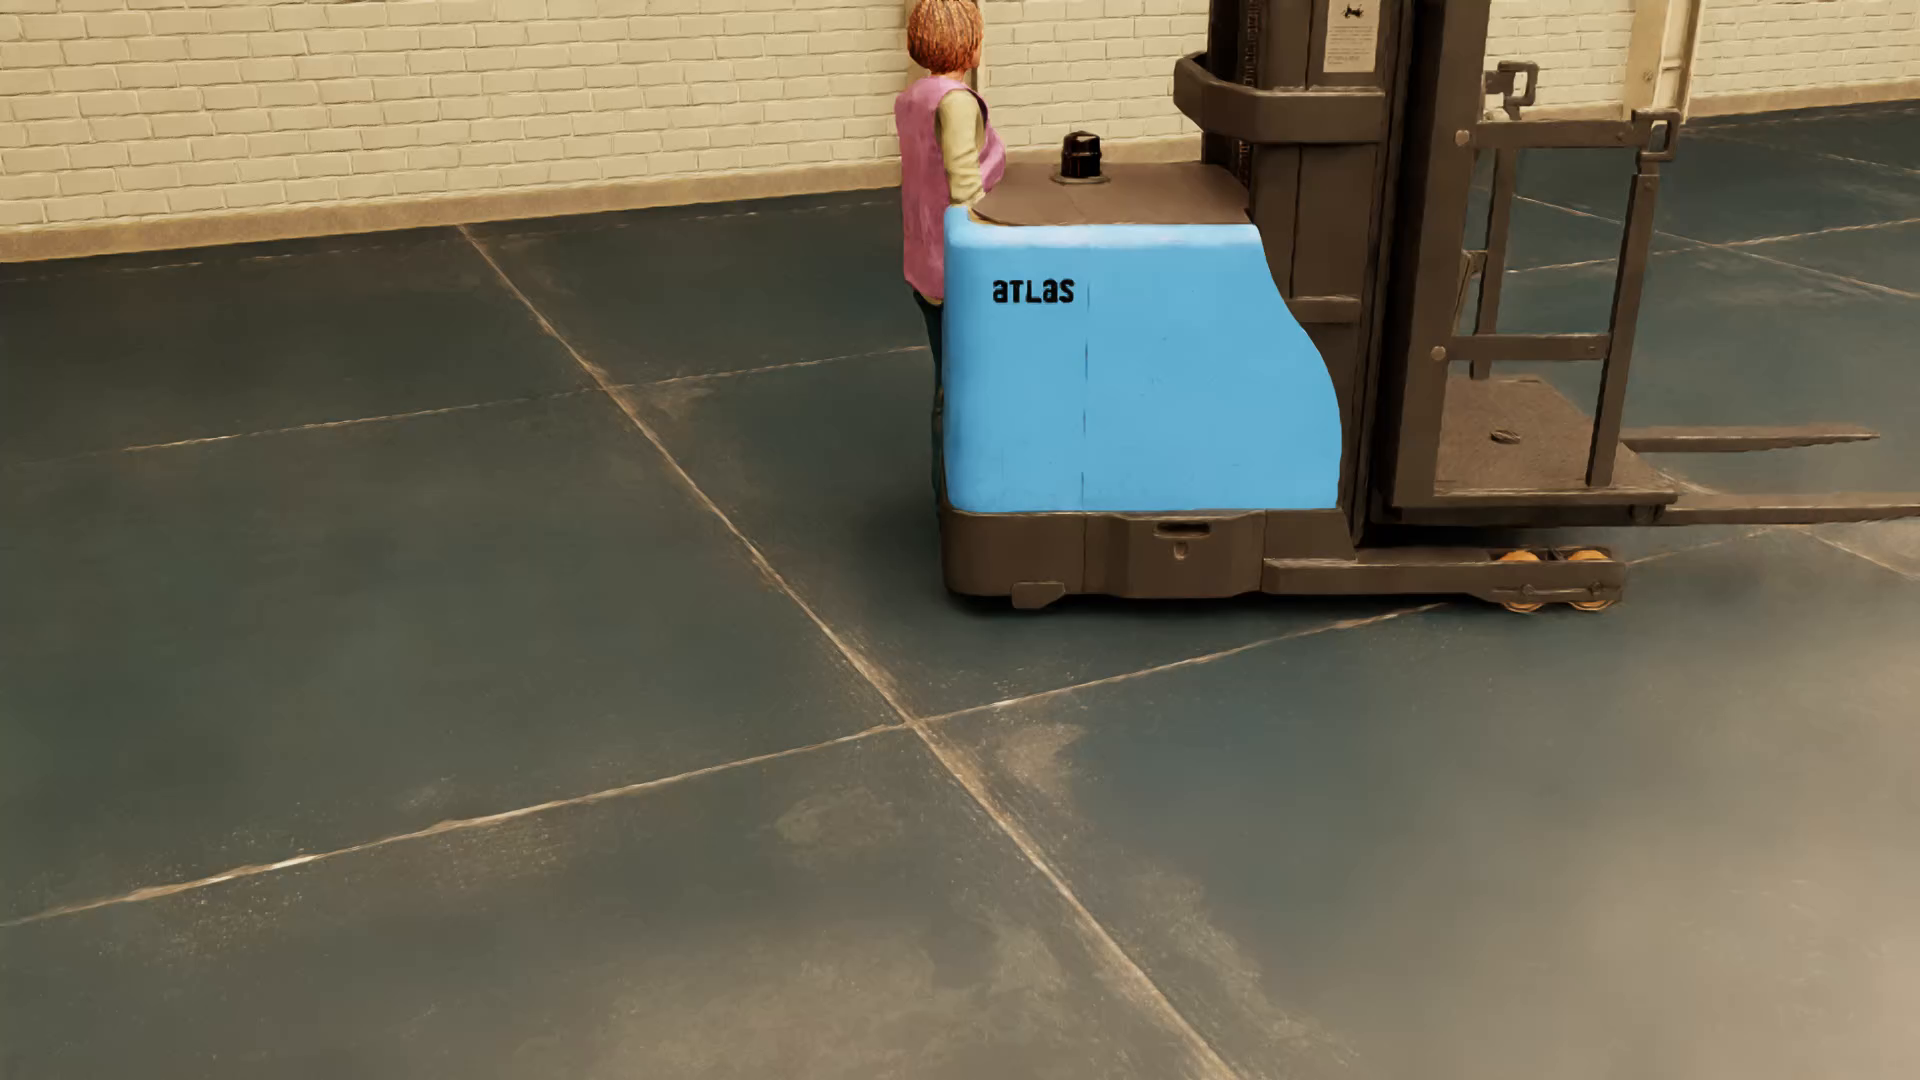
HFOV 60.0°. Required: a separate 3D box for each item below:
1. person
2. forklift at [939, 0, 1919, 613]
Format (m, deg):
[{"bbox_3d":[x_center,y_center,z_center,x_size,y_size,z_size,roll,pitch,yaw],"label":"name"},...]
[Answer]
[{"bbox_3d":[0.091,-0.755,4.822,0.507,1.598,0.521,-10,25,-23],"label":"person"},{"bbox_3d":[1.452,-1.356,4.550,3.031,2.935,1.130,-1,23,-2],"label":"forklift"}]
